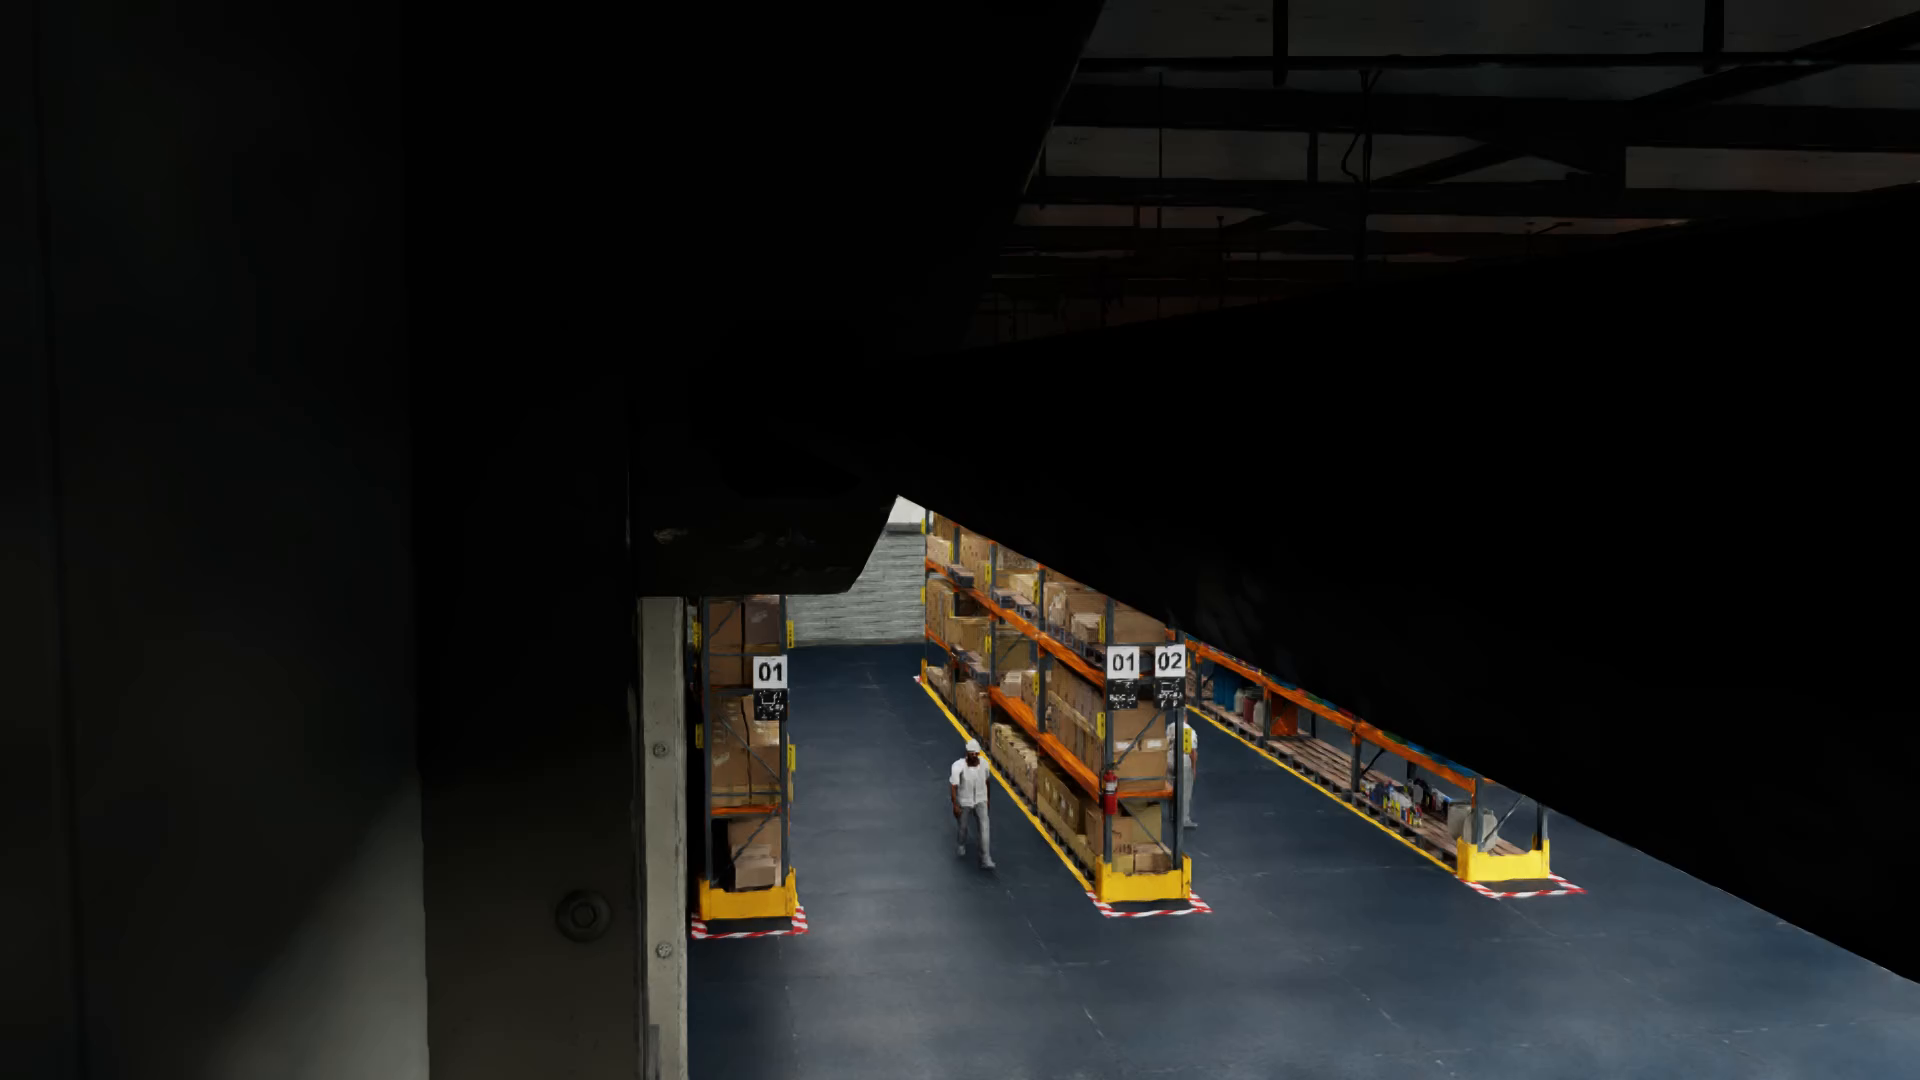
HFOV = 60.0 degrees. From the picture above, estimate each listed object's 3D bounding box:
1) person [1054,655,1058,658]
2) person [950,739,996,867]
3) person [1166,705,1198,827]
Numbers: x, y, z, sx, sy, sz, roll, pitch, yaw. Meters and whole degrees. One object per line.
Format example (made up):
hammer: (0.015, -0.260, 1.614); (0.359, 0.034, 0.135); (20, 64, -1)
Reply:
person: (2.091, 2.641, 32.114); (0.563, 1.707, 1.127); (-1, 5, -11)
person: (0.158, 3.503, 22.369); (0.582, 1.686, 1.113); (-1, 5, -11)
person: (3.269, 3.298, 24.382); (0.476, 1.758, 0.593); (-4, 6, -39)
